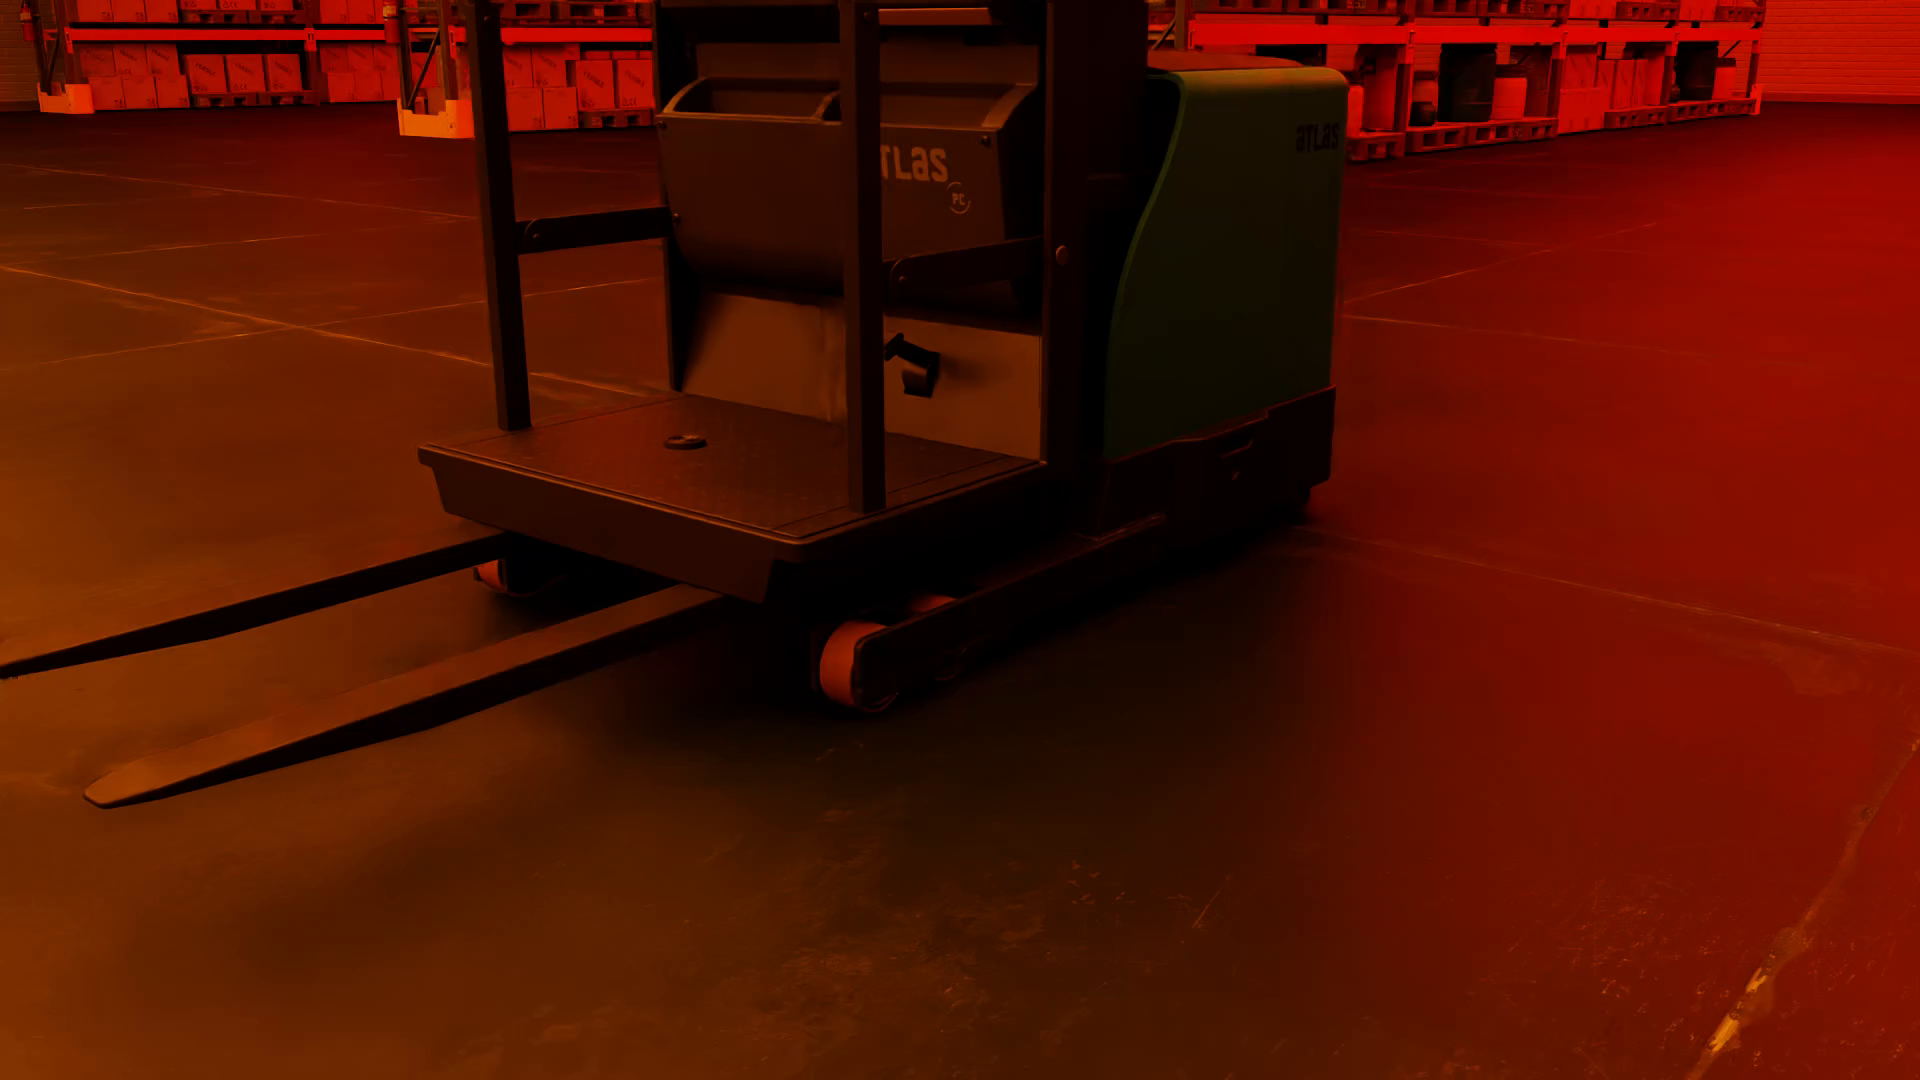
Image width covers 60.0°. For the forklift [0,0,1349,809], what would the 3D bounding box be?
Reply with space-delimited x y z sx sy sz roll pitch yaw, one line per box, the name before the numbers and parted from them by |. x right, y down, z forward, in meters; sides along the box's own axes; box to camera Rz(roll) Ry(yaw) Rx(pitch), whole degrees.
forklift | -0.378 -1.259 3.044 1.130 2.935 3.031 13 21 37
